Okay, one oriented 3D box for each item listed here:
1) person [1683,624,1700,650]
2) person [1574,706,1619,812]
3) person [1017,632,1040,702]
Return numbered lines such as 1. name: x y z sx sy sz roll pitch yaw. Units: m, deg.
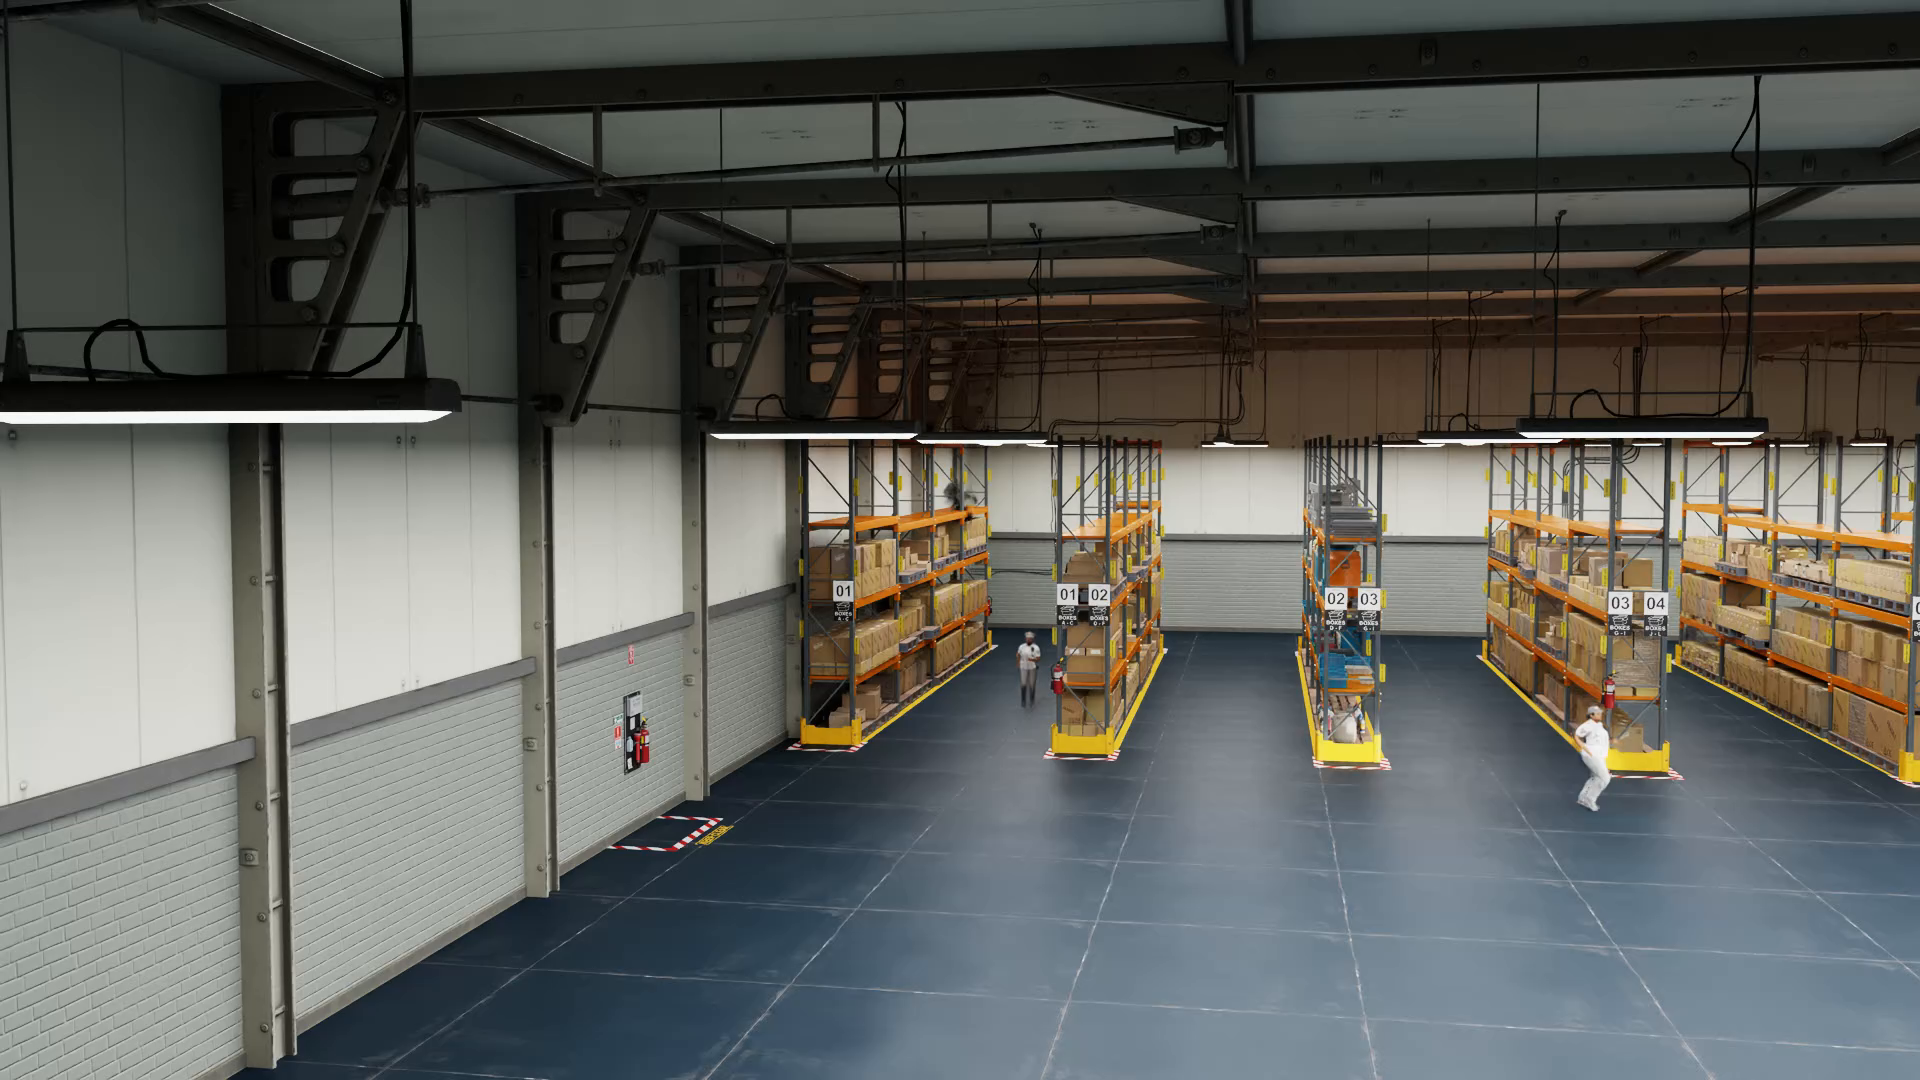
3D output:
1. person: 20.056 2.537 45.585 0.820 1.458 0.549 0 3 6
2. person: 10.118 3.476 26.408 0.630 1.684 0.585 3 4 41
3. person: 1.509 2.817 36.801 0.542 1.583 0.701 0 3 6
